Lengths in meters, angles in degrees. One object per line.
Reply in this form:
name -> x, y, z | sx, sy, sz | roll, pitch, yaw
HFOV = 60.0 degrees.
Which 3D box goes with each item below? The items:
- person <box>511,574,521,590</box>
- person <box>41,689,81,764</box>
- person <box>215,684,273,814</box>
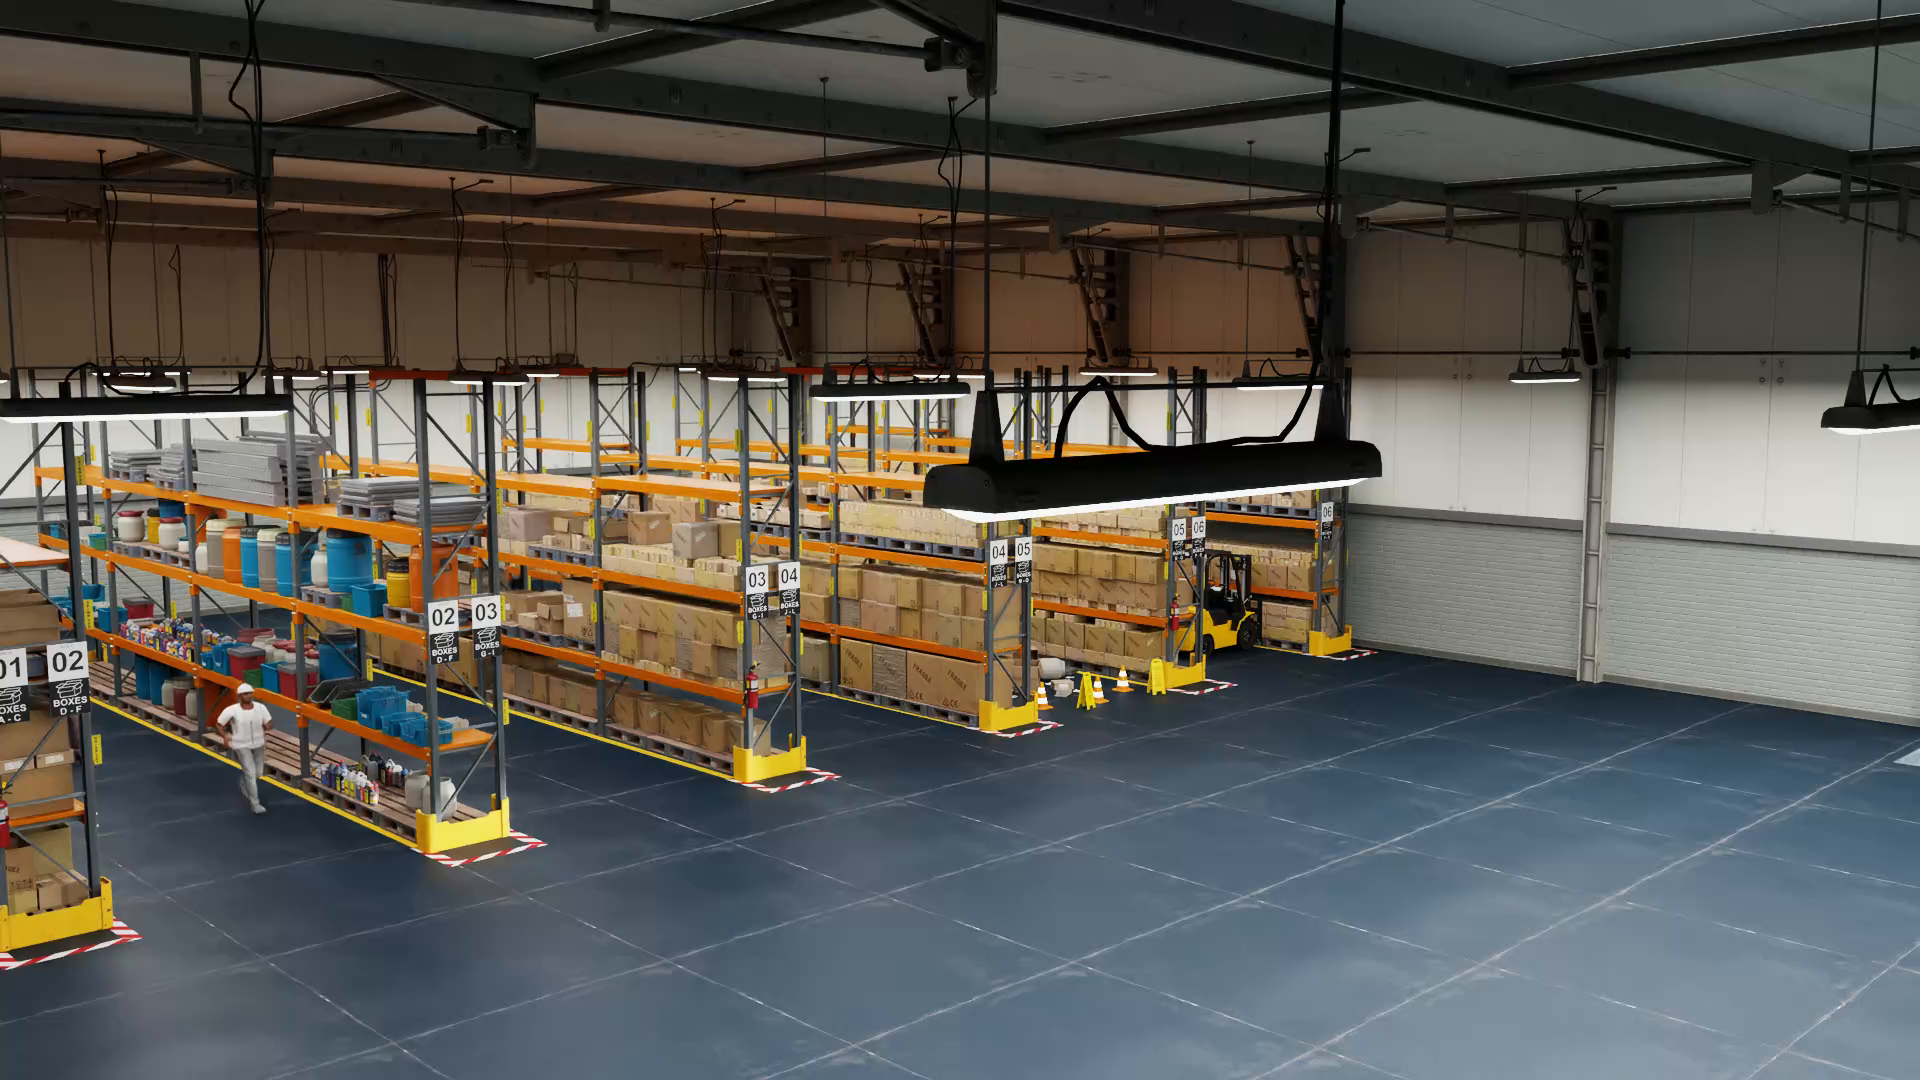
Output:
person -> -10.820, 0.967, 40.660 | 0.757, 1.595, 0.560 | -6, 9, -45
person -> -13.799, 2.566, 25.604 | 0.943, 1.724, 0.657 | 4, 8, 34
person -> -9.851, 2.852, 23.019 | 0.963, 1.747, 0.710 | 6, 9, 42
